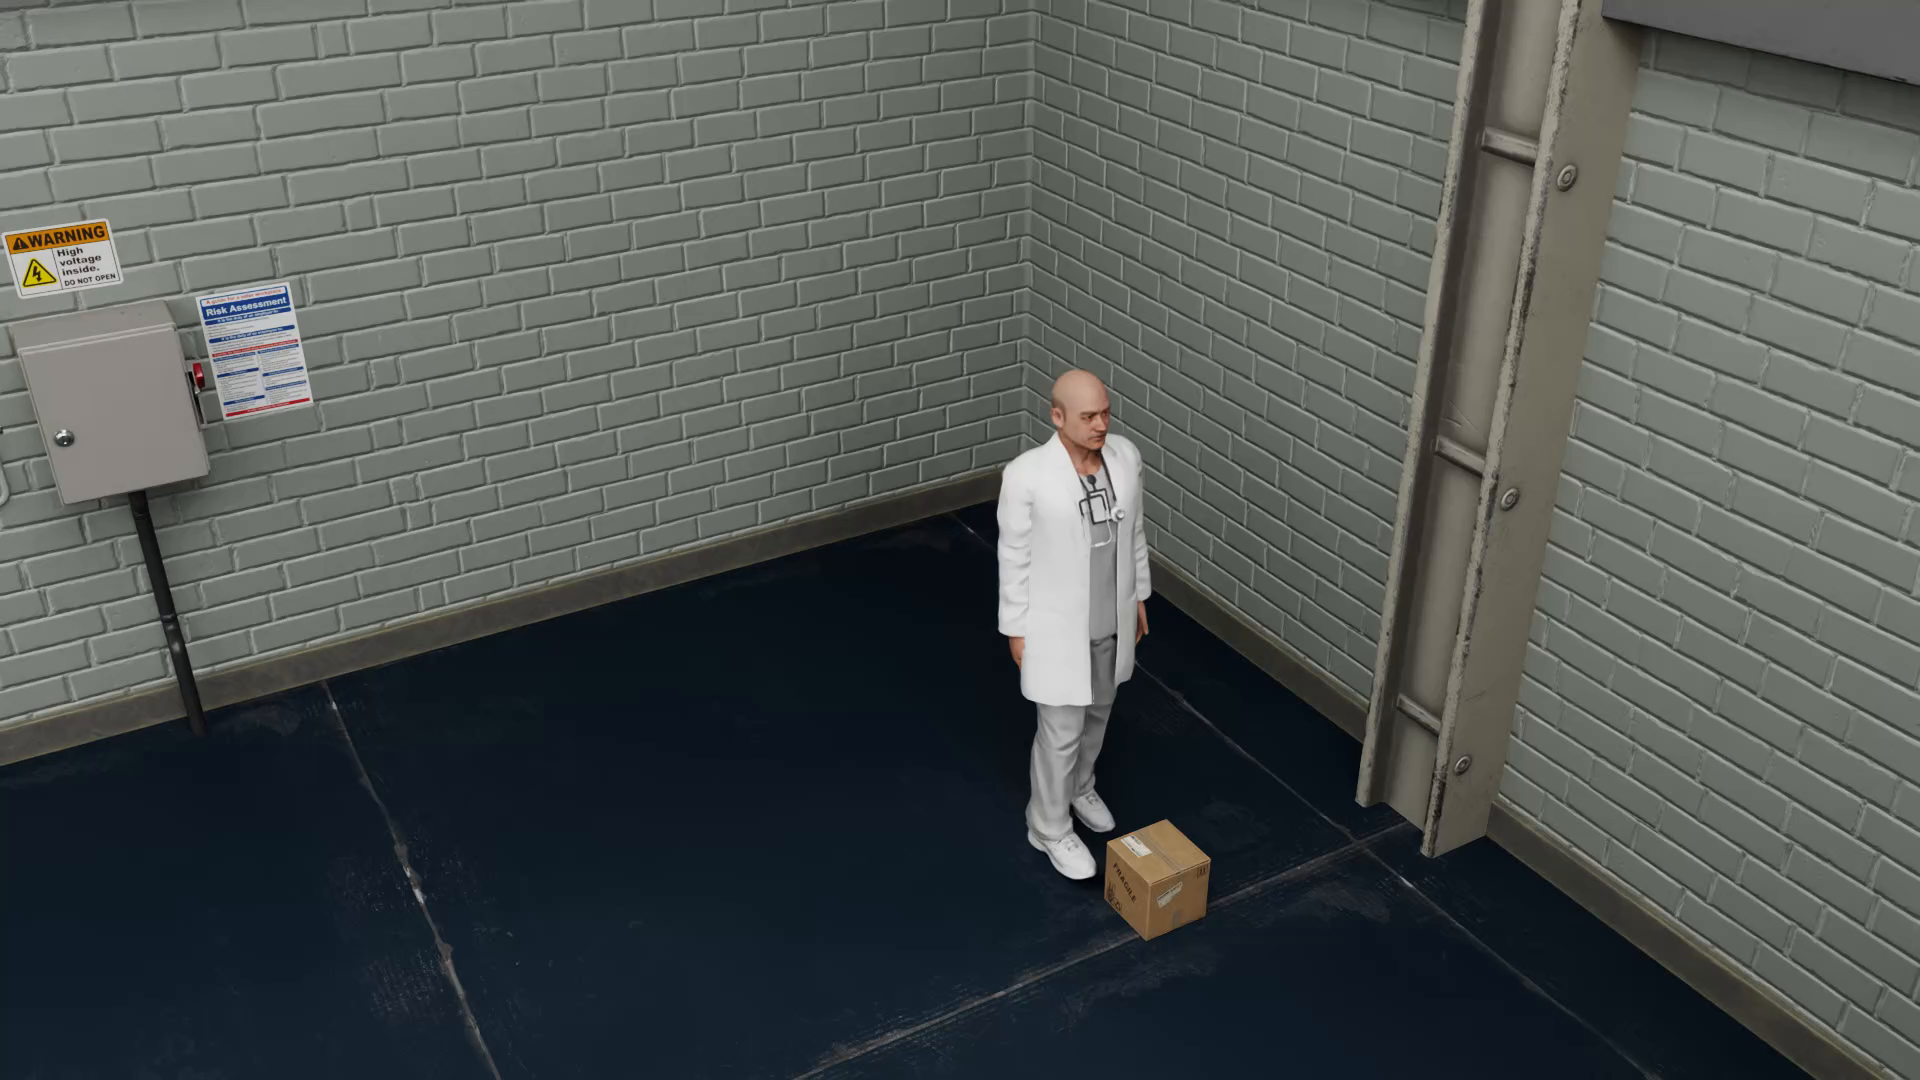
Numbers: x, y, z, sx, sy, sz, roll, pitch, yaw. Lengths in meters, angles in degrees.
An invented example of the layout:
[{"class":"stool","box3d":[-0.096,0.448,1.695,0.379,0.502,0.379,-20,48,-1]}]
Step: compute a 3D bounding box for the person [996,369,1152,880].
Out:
[{"class":"person","box3d":[0.424,0.283,5.636,0.587,1.788,0.596,-15,32,-26]}]
